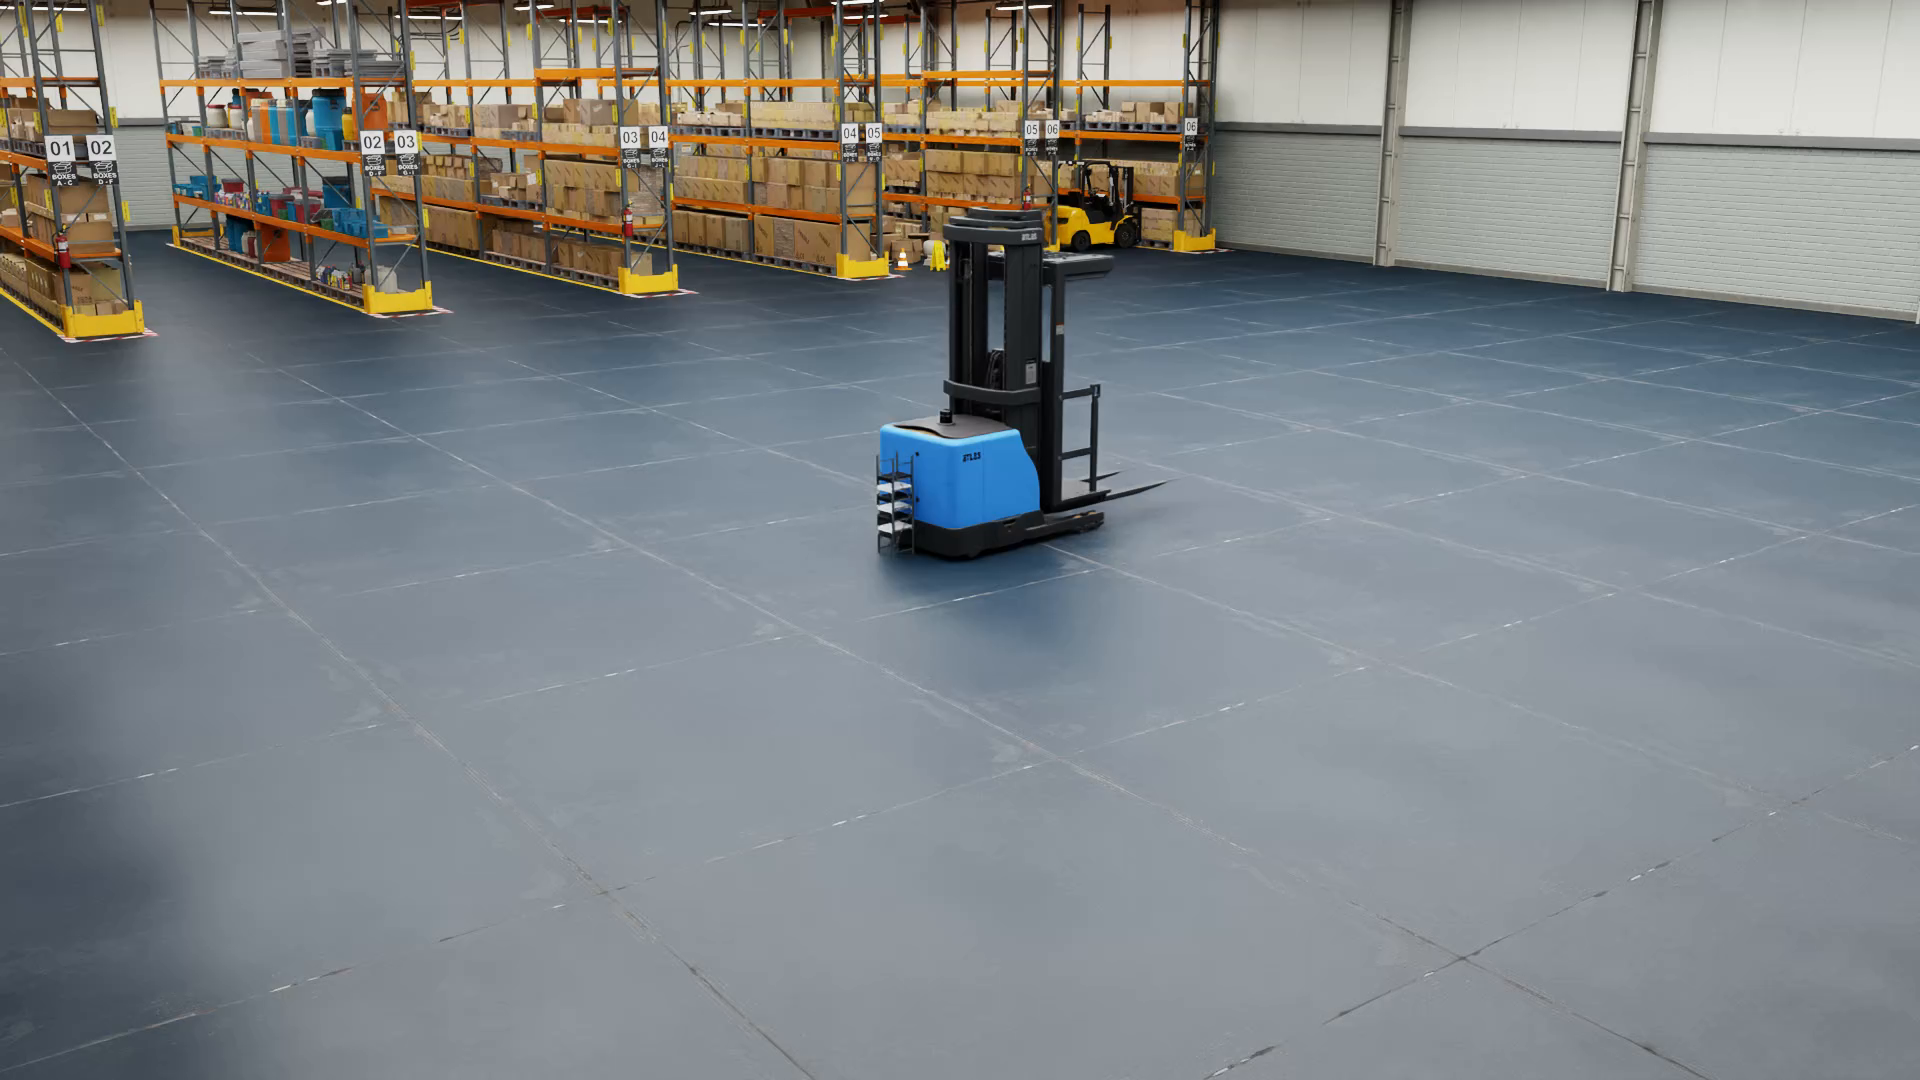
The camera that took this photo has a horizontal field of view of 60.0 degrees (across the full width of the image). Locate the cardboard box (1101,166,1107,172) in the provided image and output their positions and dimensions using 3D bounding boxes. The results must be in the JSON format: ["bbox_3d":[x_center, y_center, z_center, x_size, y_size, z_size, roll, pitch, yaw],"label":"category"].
[{"bbox_3d":[3.886,-9.658,43.262,0.380,0.149,0.250,-10,18,-33],"label":"cardboard box"}]

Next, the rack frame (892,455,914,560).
[{"bbox_3d":[-0.493,-0.280,14.394,0.240,0.900,0.006,-14,21,-41],"label":"rack frame"}]

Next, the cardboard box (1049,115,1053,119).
[{"bbox_3d":[2.605,-11.340,44.636,0.380,0.149,0.250,-11,19,-35],"label":"cardboard box"}]

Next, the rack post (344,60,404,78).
[{"bbox_3d":[-10.528,-8.477,29.950,0.937,0.300,0.954,-9,18,-29],"label":"rack post"}]

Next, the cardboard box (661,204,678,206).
[{"bbox_3d":[-7.601,-8.628,43.438,0.500,0.250,0.500,-11,19,-34],"label":"cardboard box"}]

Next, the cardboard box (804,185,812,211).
[{"bbox_3d":[-2.932,-7.558,36.726,0.875,0.550,0.550,-11,19,-35],"label":"cardboard box"}]

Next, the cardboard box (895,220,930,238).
[{"bbox_3d":[-1.252,-8.005,42.822,0.950,0.372,0.625,-10,18,-31],"label":"cardboard box"}]

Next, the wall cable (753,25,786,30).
[{"bbox_3d":[-5.842,-19.119,57.347,2.988,3.039,0.133,-11,19,-35],"label":"wall cable"}]

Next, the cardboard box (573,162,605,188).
[{"bbox_3d":[-7.581,-7.487,34.101,0.500,0.500,0.500,-11,19,-35],"label":"cardboard box"}]

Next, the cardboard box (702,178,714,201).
[{"bbox_3d":[-5.878,-8.457,40.103,0.500,0.500,0.500,-11,19,-35],"label":"cardboard box"}]

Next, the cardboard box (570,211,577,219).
[{"bbox_3d":[-7.894,-6.790,34.677,0.380,0.149,0.250,-11,19,-35],"label":"cardboard box"}]

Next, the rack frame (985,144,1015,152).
[{"bbox_3d":[1.145,-10.430,47.503,1.000,3.000,0.127,-11,19,-35],"label":"rack frame"}]

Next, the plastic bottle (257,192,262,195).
[{"bbox_3d":[-16.238,-7.927,38.590,0.152,0.276,0.135,-11,19,-35],"label":"plastic bottle"}]

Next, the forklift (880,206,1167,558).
[{"bbox_3d":[0.698,-1.566,15.247,3.031,2.935,1.130,-14,20,-41],"label":"forklift"}]

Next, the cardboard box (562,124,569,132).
[{"bbox_3d":[-7.971,-8.493,34.270,0.380,0.149,0.250,-11,19,-36],"label":"cardboard box"}]

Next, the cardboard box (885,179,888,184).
[{"bbox_3d":[-1.702,-9.246,42.855,0.380,0.149,0.250,-12,19,-36],"label":"cardboard box"}]

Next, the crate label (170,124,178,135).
[{"bbox_3d":[-19.313,-10.188,41.218,0.408,0.251,0.502,-11,19,-35],"label":"crate label"}]

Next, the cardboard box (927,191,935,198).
[{"bbox_3d":[-0.590,-8.567,41.170,0.380,0.149,0.250,-11,19,-35],"label":"cardboard box"}]

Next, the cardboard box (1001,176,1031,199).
[{"bbox_3d":[1.294,-8.216,38.658,0.500,0.500,0.500,-11,19,-36],"label":"cardboard box"}]

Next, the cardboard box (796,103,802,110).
[{"bbox_3d":[-3.329,-9.413,36.083,0.380,0.149,0.250,-11,19,-35],"label":"cardboard box"}]

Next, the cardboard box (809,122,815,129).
[{"bbox_3d":[-3.026,-8.918,35.787,0.380,0.149,0.250,-11,19,-34],"label":"cardboard box"}]

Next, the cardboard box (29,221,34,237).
[{"bbox_3d":[-16.872,-5.756,30.708,0.500,0.250,0.500,-9,18,-31],"label":"cardboard box"}]

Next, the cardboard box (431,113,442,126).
[{"bbox_3d":[-12.664,-10.333,40.839,0.500,0.311,0.500,-12,19,-36],"label":"cardboard box"}]

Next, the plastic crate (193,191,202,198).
[{"bbox_3d":[-18.509,-8.433,40.591,0.293,0.136,0.466,-11,19,-35],"label":"plastic crate"}]

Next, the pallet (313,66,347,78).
[{"bbox_3d":[-11.310,-8.675,30.841,1.003,0.211,1.213,-11,19,-35],"label":"pallet"}]

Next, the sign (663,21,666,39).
[{"bbox_3d":[-5.741,-9.879,32.205,0.100,0.325,0.005,-11,19,-35],"label":"sign"}]

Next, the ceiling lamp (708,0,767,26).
[{"bbox_3d":[-7.018,-18.058,52.952,2.000,3.185,0.800,-11,19,-35],"label":"ceiling lamp"}]

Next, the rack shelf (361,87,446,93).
[{"bbox_3d":[-14.412,-11.756,43.102,1.077,0.370,4.000,-11,19,-35],"label":"rack shelf"}]

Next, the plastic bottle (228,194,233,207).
[{"bbox_3d":[-16.597,-7.741,37.912,0.152,0.276,0.135,-11,19,-35],"label":"plastic bottle"}]

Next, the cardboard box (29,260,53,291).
[{"bbox_3d":[-16.228,-4.715,29.612,0.500,0.500,0.500,-11,19,-35],"label":"cardboard box"}]

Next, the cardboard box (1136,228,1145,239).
[{"bbox_3d":[4.745,-7.865,42.545,0.500,0.250,0.500,-11,19,-34],"label":"cardboard box"}]

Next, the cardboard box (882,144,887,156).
[{"bbox_3d":[-2.628,-12.112,51.949,0.500,0.500,0.500,-10,18,-33],"label":"cardboard box"}]

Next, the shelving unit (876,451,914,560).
[{"bbox_3d":[-0.562,-0.300,14.466,0.258,0.900,0.210,-14,21,-41],"label":"shelving unit"}]

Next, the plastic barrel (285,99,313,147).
[{"bbox_3d":[-13.013,-8.261,32.947,0.600,0.901,0.708,-11,19,-35],"label":"plastic barrel"}]

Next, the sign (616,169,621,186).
[{"bbox_3d":[-6.641,-7.042,32.329,0.100,0.325,0.005,-11,19,-35],"label":"sign"}]

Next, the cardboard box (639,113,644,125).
[{"bbox_3d":[-7.949,-10.659,42.466,0.500,0.500,0.500,-11,19,-35],"label":"cardboard box"}]

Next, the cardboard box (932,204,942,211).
[{"bbox_3d":[-0.494,-9.924,49.591,0.500,0.500,0.500,-12,19,-36],"label":"cardboard box"}]

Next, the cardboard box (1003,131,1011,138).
[{"bbox_3d":[1.227,-9.357,38.376,0.380,0.149,0.250,-11,19,-34],"label":"cardboard box"}]

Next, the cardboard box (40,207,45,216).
[{"bbox_3d":[-15.632,-5.673,28.704,0.380,0.149,0.250,-11,19,-35],"label":"cardboard box"}]

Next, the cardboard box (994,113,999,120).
[{"bbox_3d":[1.005,-9.862,38.710,0.380,0.149,0.250,-11,19,-34],"label":"cardboard box"}]

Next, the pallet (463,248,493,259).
[{"bbox_3d":[-11.287,-6.956,40.091,1.003,0.211,1.213,-11,19,-35],"label":"pallet"}]

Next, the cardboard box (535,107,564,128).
[{"bbox_3d":[-8.728,-9.082,35.902,0.797,0.503,0.637,-12,19,-37],"label":"cardboard box"}]

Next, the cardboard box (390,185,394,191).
[{"bbox_3d":[-14.741,-9.253,43.676,0.380,0.149,0.250,-11,19,-36],"label":"cardboard box"}]

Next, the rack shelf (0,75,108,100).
[{"bbox_3d":[-15.371,-7.656,28.124,1.077,0.370,4.000,-11,19,-35],"label":"rack shelf"}]

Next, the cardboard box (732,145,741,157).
[{"bbox_3d":[-6.319,-11.318,48.664,0.500,0.500,0.500,-11,19,-34],"label":"cardboard box"}]

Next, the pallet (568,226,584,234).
[{"bbox_3d":[-10.309,-8.777,46.744,1.003,0.211,1.213,-11,19,-35],"label":"pallet"}]

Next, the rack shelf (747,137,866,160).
[{"bbox_3d":[-3.285,-8.688,36.817,1.077,0.370,4.000,-11,19,-35],"label":"rack shelf"}]

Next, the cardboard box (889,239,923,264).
[{"bbox_3d":[-1.245,-6.729,38.707,0.637,0.503,0.797,4,16,13],"label":"cardboard box"}]

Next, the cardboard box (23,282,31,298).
[{"bbox_3d":[-17.026,-4.650,30.795,0.500,0.250,0.500,-11,19,-35],"label":"cardboard box"}]

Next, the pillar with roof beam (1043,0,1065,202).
[{"bbox_3d":[-0.842,-12.517,43.763,9.100,9.000,0.548,-11,19,-35],"label":"pillar with roof beam"}]

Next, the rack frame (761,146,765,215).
[{"bbox_3d":[-5.220,-10.513,47.805,1.000,3.000,0.127,-11,19,-35],"label":"rack frame"}]

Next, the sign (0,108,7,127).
[{"bbox_3d":[-16.981,-7.491,29.508,0.100,0.325,0.005,-11,19,-35],"label":"sign"}]

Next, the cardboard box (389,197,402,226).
[{"bbox_3d":[-14.612,-8.688,44.367,0.875,0.875,0.875,-11,19,-35],"label":"cardboard box"}]

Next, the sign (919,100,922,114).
[{"bbox_3d":[-0.963,-10.604,40.730,0.100,0.325,0.005,-11,19,-35],"label":"sign"}]

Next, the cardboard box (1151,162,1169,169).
[{"bbox_3d":[5.035,-9.435,41.883,0.380,0.149,0.250,-11,19,-34],"label":"cardboard box"}]

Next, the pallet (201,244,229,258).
[{"bbox_3d":[-17.706,-7.012,40.296,1.003,0.211,1.213,-11,19,-35],"label":"pallet"}]

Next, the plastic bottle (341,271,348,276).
[{"bbox_3d":[-11.934,-5.057,32.196,0.152,0.276,0.135,-11,19,-35],"label":"plastic bottle"}]
